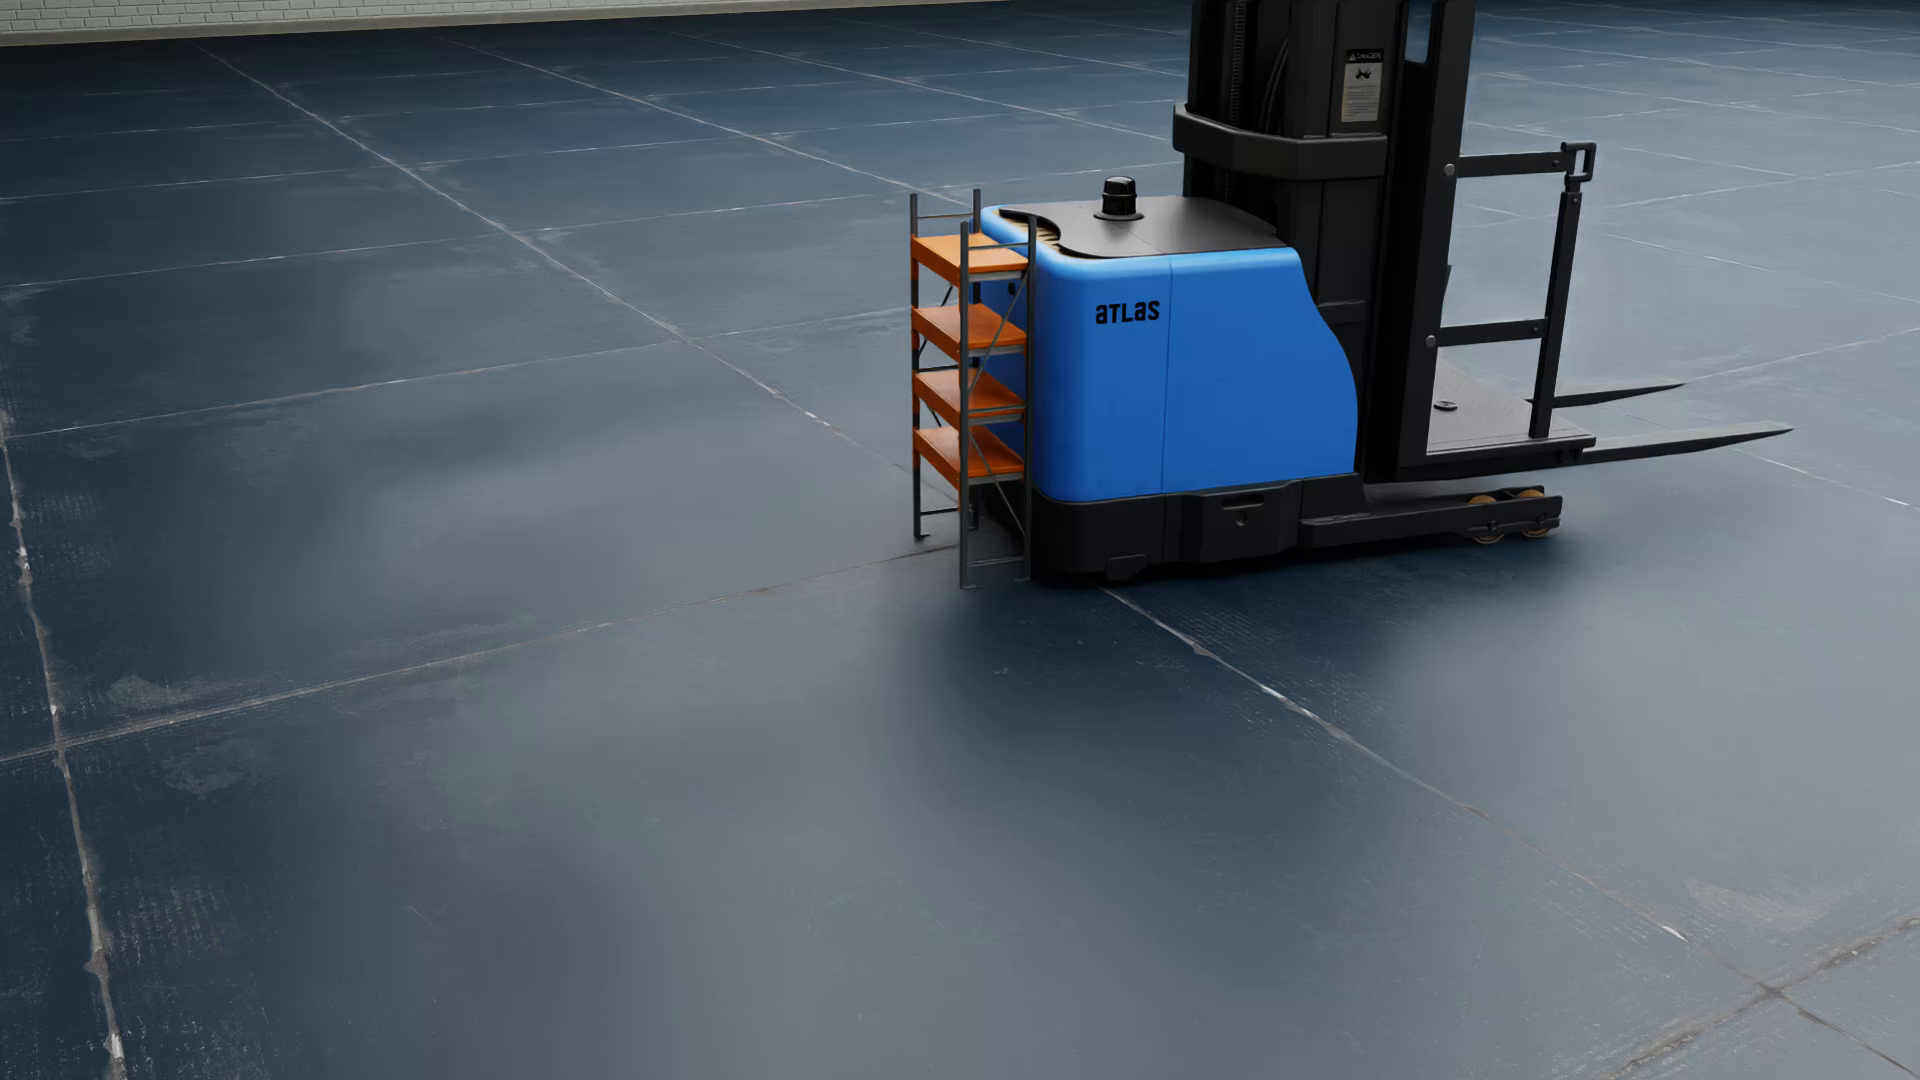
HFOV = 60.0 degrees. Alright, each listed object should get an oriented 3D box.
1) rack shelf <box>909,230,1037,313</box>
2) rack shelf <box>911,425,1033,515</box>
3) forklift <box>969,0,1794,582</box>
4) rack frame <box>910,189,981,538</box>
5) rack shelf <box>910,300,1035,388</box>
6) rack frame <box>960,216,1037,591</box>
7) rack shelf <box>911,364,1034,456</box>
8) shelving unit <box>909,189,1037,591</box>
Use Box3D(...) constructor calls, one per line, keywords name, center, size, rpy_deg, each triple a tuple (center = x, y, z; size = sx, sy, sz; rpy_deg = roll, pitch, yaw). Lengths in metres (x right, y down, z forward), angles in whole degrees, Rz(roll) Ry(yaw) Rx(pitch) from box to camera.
Box3D(name="rack shelf", center=(0.035, -0.860, 5.289), size=(0.258, 0.148, 0.480), rpy_deg=(-8, 23, -18))
Box3D(name="rack shelf", center=(0.035, -0.249, 5.538), size=(0.258, 0.148, 0.480), rpy_deg=(-8, 23, -18))
Box3D(name="forklift", center=(1.594, -1.526, 5.675), size=(3.031, 2.935, 1.130), rpy_deg=(-7, 23, -16))
Box3D(name="rack frame", center=(-0.047, -0.582, 5.651), size=(0.240, 1.200, 0.015), rpy_deg=(-8, 23, -18))
Box3D(name="rack shelf", center=(0.035, -0.641, 5.379), size=(0.258, 0.148, 0.480), rpy_deg=(-8, 23, -18))
Box3D(name="rack frame", center=(0.116, -0.409, 5.224), size=(0.240, 1.200, 0.015), rpy_deg=(-8, 23, -18))
Box3D(name="rack shelf", center=(0.035, -0.433, 5.463), size=(0.258, 0.148, 0.480), rpy_deg=(-8, 23, -18))
Box3D(name="shelving unit", center=(0.035, -0.496, 5.437), size=(0.258, 1.200, 0.503), rpy_deg=(-8, 23, -18))
